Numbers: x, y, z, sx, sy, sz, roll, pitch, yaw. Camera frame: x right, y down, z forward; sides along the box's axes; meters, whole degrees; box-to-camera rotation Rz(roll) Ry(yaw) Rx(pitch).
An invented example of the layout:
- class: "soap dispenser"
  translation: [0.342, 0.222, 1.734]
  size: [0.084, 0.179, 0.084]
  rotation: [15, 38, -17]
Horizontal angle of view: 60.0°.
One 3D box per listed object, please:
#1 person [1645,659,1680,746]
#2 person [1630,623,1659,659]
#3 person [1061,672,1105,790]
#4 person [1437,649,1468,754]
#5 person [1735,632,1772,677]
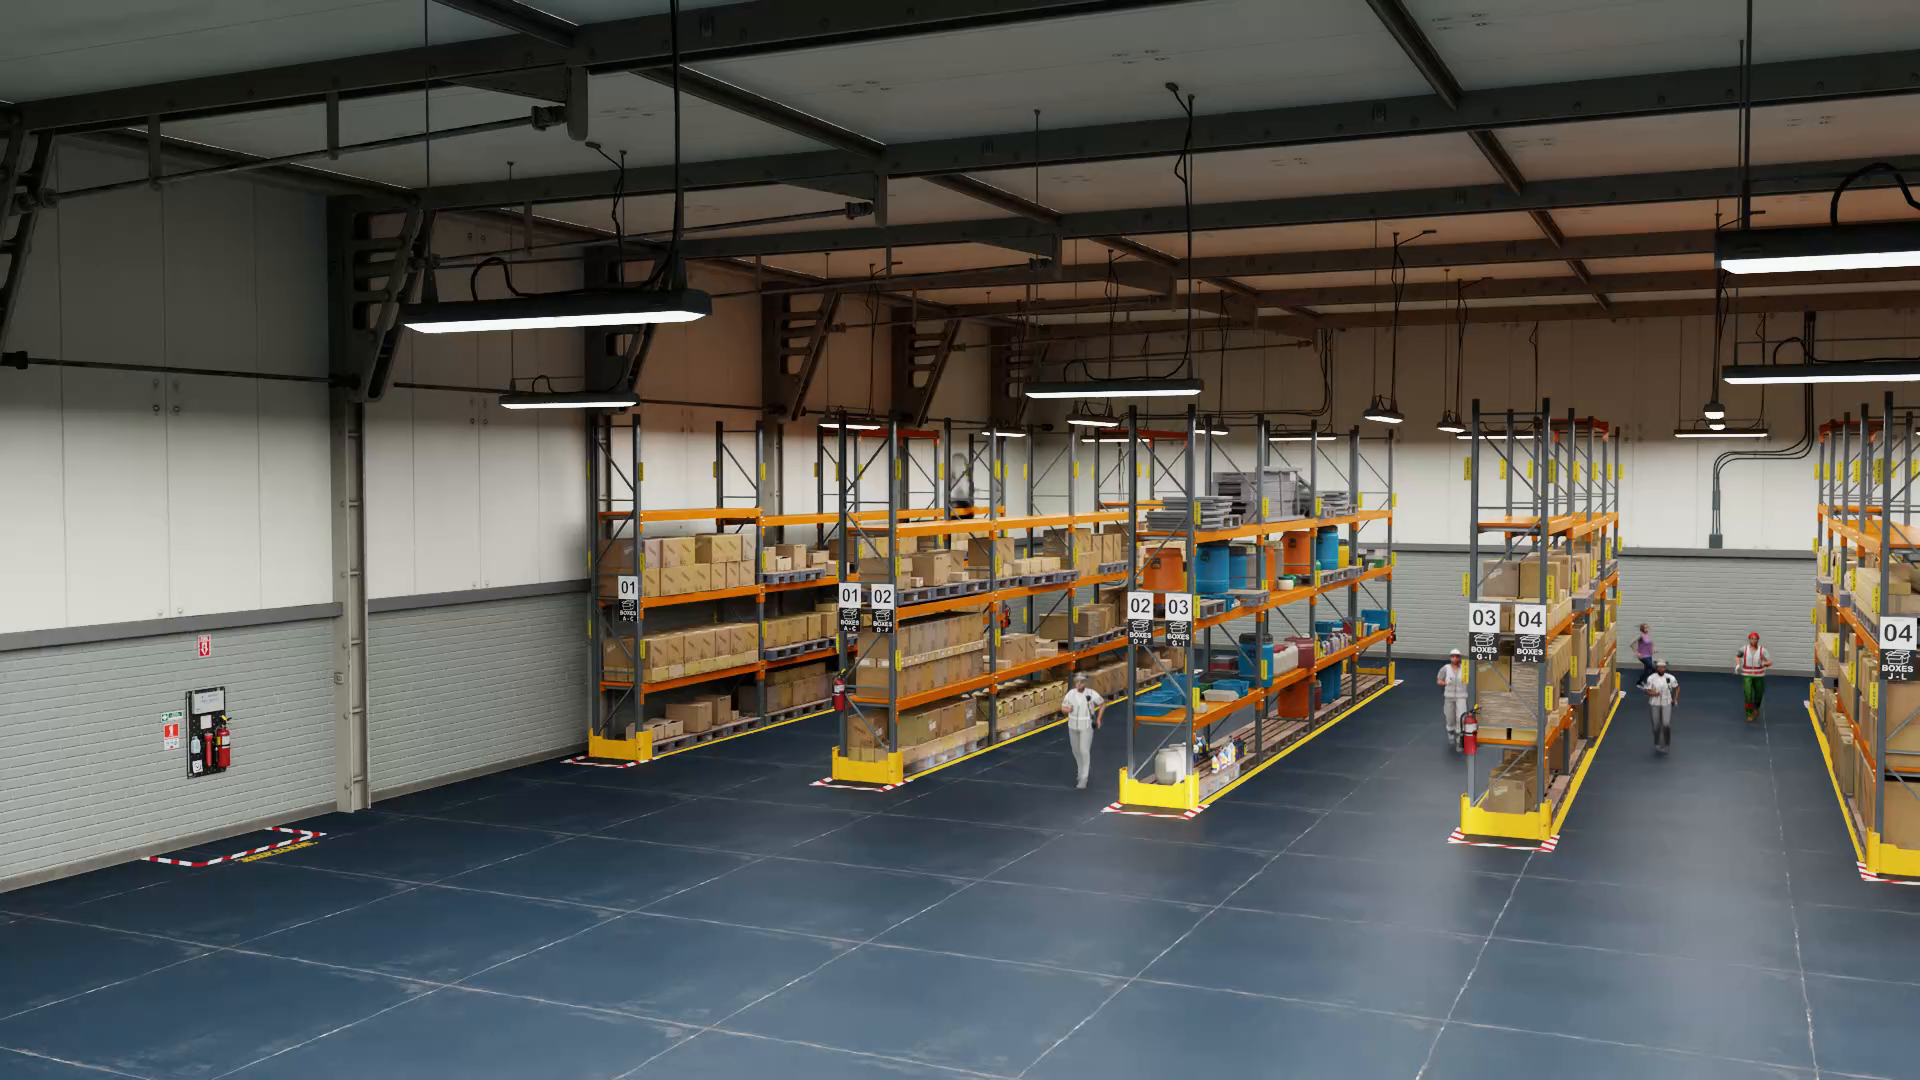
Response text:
- class: "person"
  translation: [12.406, 2.888, 29.396]
  size: [0.544, 1.584, 0.628]
  rotation: [1, 3, 27]
- class: "person"
  translation: [15.577, 2.291, 37.736]
  size: [0.593, 0.819, 0.497]
  rotation: [-2, 3, -37]
- class: "person"
  translation: [1.943, 3.017, 26.546]
  size: [0.642, 1.835, 0.845]
  rotation: [1, 3, 24]
- class: "person"
  translation: [8.893, 2.873, 29.850]
  size: [0.631, 1.845, 0.769]
  rotation: [1, 2, 20]
- class: "person"
  translation: [15.818, 2.295, 33.143]
  size: [0.661, 0.913, 0.619]
  rotation: [1, 3, 24]
